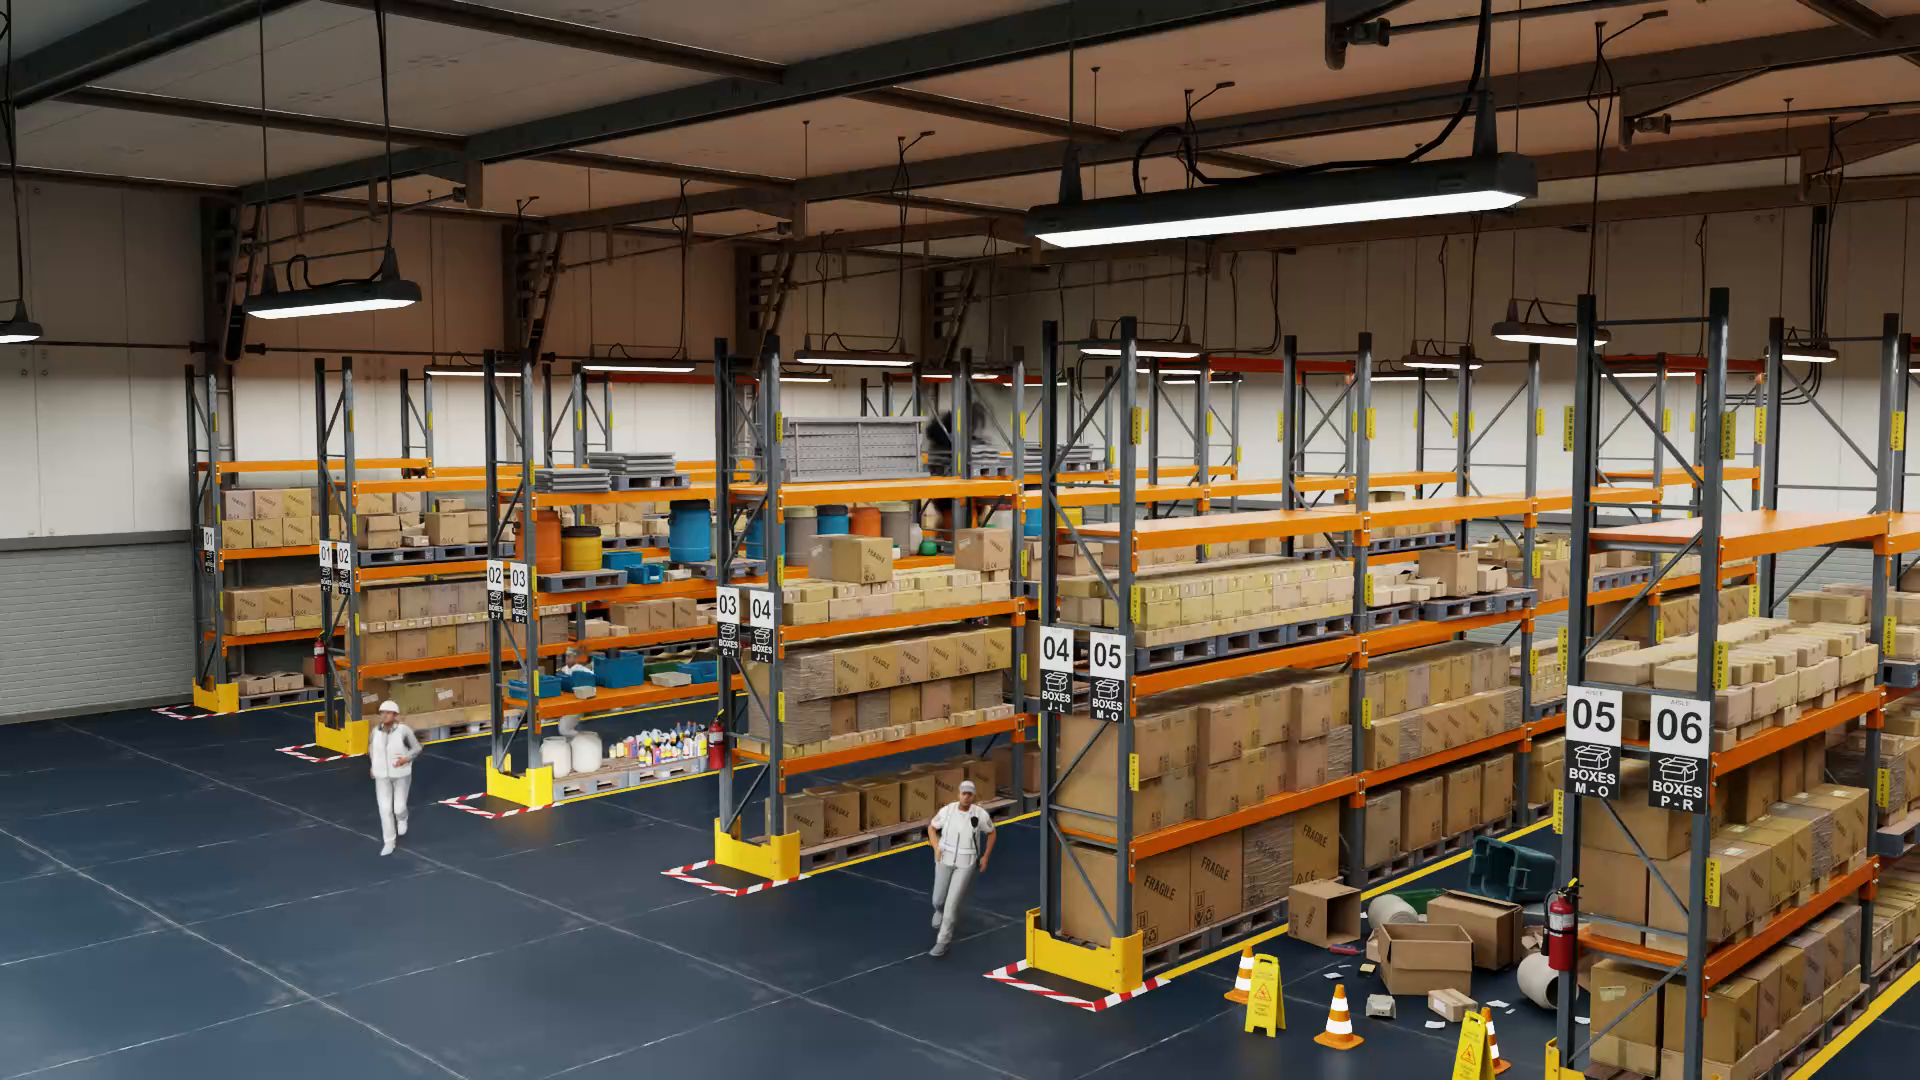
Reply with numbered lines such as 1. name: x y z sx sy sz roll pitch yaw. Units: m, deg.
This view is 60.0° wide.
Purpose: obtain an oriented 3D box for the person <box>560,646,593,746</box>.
1. person: -5.710 2.424 24.354 0.651 1.743 0.607 4 6 40

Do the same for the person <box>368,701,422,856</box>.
1. person: -6.718 2.785 19.739 0.656 1.773 0.806 0 4 -3

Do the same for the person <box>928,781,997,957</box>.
1. person: 0.004 3.127 16.077 0.671 1.620 0.826 1 4 10

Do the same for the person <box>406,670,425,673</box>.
1. person: -9.256 2.132 28.164 0.717 1.746 0.654 4 6 40
